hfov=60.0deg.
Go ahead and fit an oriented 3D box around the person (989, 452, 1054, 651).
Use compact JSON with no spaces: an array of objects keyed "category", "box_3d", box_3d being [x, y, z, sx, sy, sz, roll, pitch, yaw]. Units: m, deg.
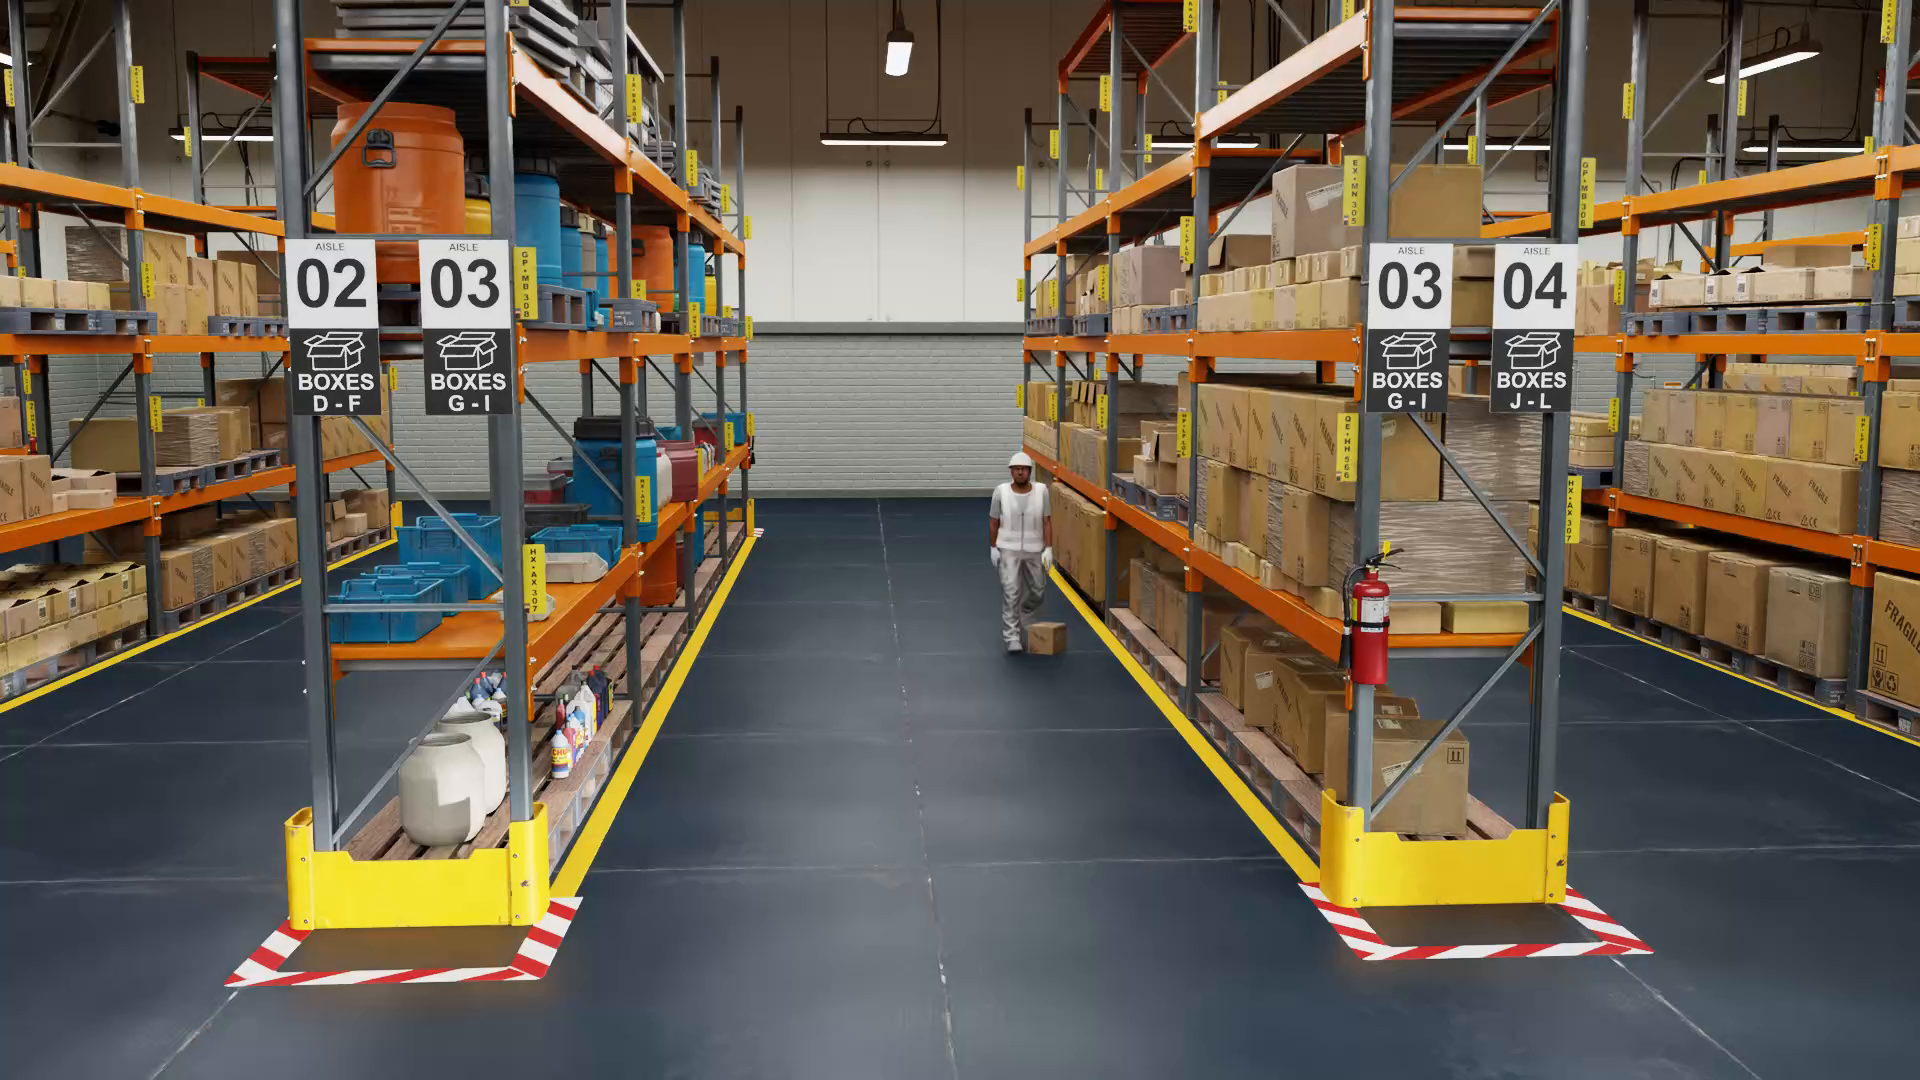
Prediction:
[{"category":"person","box_3d":[0.537,0.083,14.885,0.564,1.762,0.803,-1,7,-7]}]
